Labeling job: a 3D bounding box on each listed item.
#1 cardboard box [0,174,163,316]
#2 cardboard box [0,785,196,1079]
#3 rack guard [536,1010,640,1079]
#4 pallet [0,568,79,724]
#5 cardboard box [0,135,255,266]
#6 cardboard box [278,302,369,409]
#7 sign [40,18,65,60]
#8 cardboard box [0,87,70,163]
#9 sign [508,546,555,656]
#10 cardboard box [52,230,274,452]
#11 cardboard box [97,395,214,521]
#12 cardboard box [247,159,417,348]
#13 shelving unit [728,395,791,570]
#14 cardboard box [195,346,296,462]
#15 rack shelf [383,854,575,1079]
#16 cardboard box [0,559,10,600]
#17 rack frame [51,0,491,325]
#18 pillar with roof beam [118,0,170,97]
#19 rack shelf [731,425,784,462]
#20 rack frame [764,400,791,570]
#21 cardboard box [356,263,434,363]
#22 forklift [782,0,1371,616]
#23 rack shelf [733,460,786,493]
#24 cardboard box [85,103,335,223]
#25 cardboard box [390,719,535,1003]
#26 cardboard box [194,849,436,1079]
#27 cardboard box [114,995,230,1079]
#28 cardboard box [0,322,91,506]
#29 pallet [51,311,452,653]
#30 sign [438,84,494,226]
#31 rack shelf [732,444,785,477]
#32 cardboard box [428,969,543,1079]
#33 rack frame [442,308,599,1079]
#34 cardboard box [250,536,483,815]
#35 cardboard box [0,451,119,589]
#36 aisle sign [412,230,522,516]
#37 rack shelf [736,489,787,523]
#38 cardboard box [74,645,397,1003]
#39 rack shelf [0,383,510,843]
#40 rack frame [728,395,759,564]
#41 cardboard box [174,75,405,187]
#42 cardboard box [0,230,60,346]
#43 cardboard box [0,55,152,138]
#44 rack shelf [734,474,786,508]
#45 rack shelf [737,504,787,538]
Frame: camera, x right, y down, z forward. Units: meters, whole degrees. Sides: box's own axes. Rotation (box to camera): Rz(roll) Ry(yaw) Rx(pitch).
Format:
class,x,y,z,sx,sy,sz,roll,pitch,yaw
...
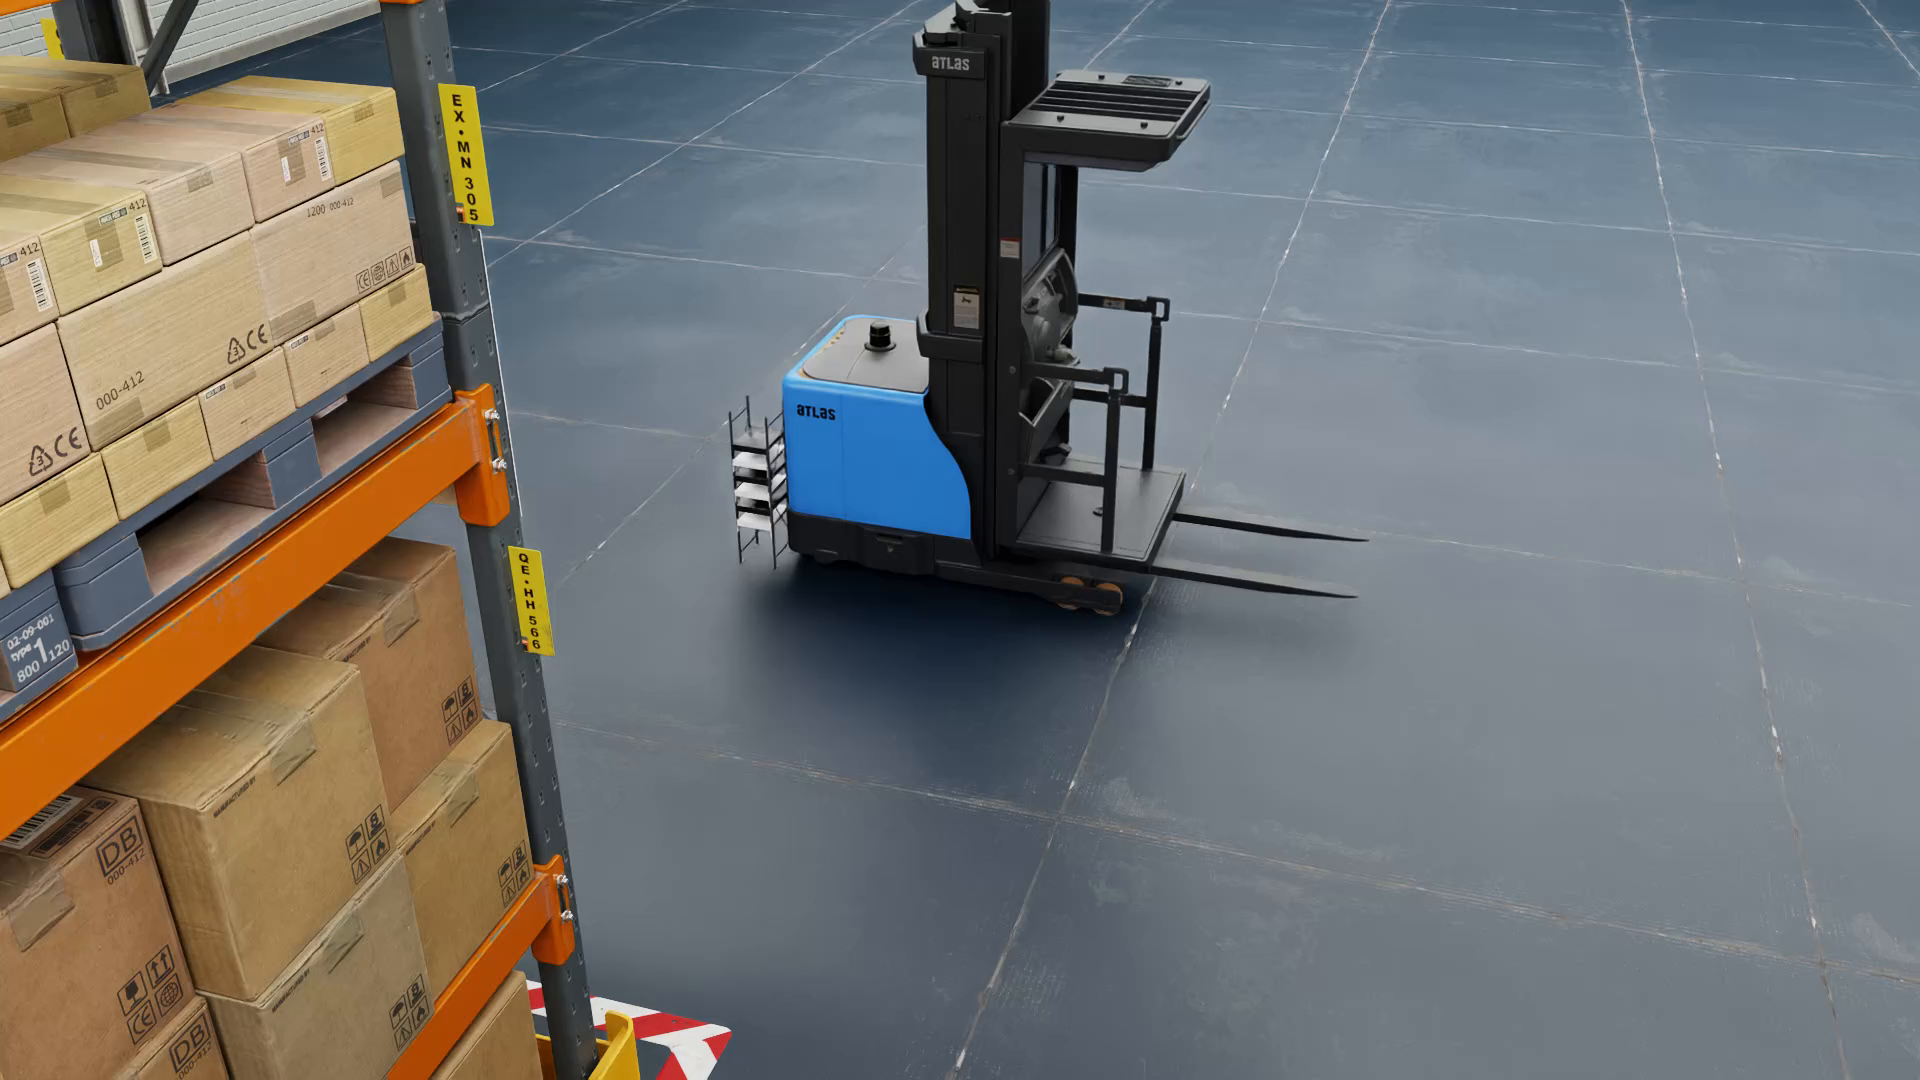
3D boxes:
class,x,y,z,sx,sy,sz,roll,pitch,yaw
cardboard box,-1.658,-0.526,2.927,0.380,0.149,0.250,9,30,16
cardboard box,-2.173,0.830,3.408,0.875,0.550,0.550,8,30,15
rack guard,-1.652,1.772,5.551,1.175,0.500,0.348,8,30,15
pallet,-2.223,0.334,2.571,1.003,0.211,1.213,8,30,15
cardboard box,-1.584,-0.646,3.144,0.380,0.149,0.250,9,30,16
cardboard box,-1.508,-0.418,3.554,0.380,0.149,0.250,9,30,15
sign,-2.188,-1.119,4.110,0.100,0.325,0.005,8,30,15
cardboard box,-2.136,-0.860,3.528,0.380,0.149,0.250,9,30,15
sign,-1.145,0.165,4.433,0.100,0.325,0.005,8,30,15
cardboard box,-1.683,-0.412,3.133,0.500,0.250,0.500,9,30,15
cardboard box,-1.657,-0.181,3.128,0.380,0.149,0.250,9,30,15
cardboard box,-1.536,-0.645,3.551,0.500,0.250,0.500,9,30,16
shelving unit,-1.060,-0.304,8.870,0.210,0.900,0.258,9,30,16
cardboard box,-1.582,-0.298,3.339,0.380,0.149,0.250,9,30,16
rack shelf,-2.246,1.934,3.427,1.077,0.370,4.000,8,30,15
cardboard box,-1.806,0.056,2.703,0.380,0.149,0.250,9,30,15
rack frame,-1.659,-1.931,3.465,1.000,3.000,0.127,8,30,15
pillar with roof beam,-4.595,-8.064,14.490,9.100,9.000,0.400,8,30,15
rack shelf,-1.060,-0.511,8.755,0.200,0.077,0.258,9,30,16
rack frame,-0.963,-0.288,8.843,0.006,0.900,0.240,9,30,16
cardboard box,-1.433,-0.535,3.764,0.380,0.149,0.250,8,30,15
forklift,0.641,-1.181,8.358,3.031,2.935,1.130,9,30,15
rack shelf,-1.060,-0.353,8.843,0.200,0.077,0.258,9,30,16
cardboard box,-1.508,-0.765,3.358,0.380,0.149,0.250,9,30,15
cardboard box,-1.725,0.804,4.565,0.875,0.550,0.550,8,30,15
cardboard box,-1.865,1.063,4.100,0.875,0.550,0.550,8,30,15
cardboard box,-2.150,1.305,3.664,0.875,0.550,0.550,8,30,15
cardboard box,-1.832,-0.179,2.714,0.500,0.250,0.500,8,30,15
pallet,-1.867,-0.235,3.593,1.003,0.211,1.213,8,30,15
sign,-1.145,-0.889,3.847,0.100,0.325,0.005,8,30,15
rack shelf,-1.060,-0.432,8.799,0.200,0.077,0.258,9,30,16
cardboard box,-1.795,1.760,4.754,0.875,0.875,0.875,9,30,15
rack frame,-1.659,0.691,4.923,1.000,3.000,0.127,8,30,15
cardboard box,-1.805,0.320,4.324,0.875,0.550,0.550,8,30,15
cardboard box,-1.732,-0.062,2.913,0.380,0.149,0.250,8,30,14
aisle sign,-1.352,-0.436,4.273,0.394,0.787,0.004,8,30,15
rack shelf,-1.060,-0.196,8.930,0.200,0.077,0.258,9,30,16
cardboard box,-1.878,0.589,3.841,0.875,0.550,0.550,8,30,15
rack shelf,-2.246,0.624,2.698,1.077,0.370,4.000,8,30,15
rack frame,-1.156,-0.319,8.898,0.006,0.900,0.240,9,30,16
cardboard box,-1.434,-0.881,3.566,0.380,0.149,0.250,9,30,15
cardboard box,-1.733,-0.410,2.719,0.380,0.149,0.250,9,30,15
cardboard box,-2.061,-0.976,3.738,0.380,0.149,0.250,9,30,15
rack shelf,-1.060,-0.275,8.887,0.200,0.077,0.258,9,30,16
rack shelf,-1.060,-0.117,8.974,0.200,0.077,0.258,9,30,16
